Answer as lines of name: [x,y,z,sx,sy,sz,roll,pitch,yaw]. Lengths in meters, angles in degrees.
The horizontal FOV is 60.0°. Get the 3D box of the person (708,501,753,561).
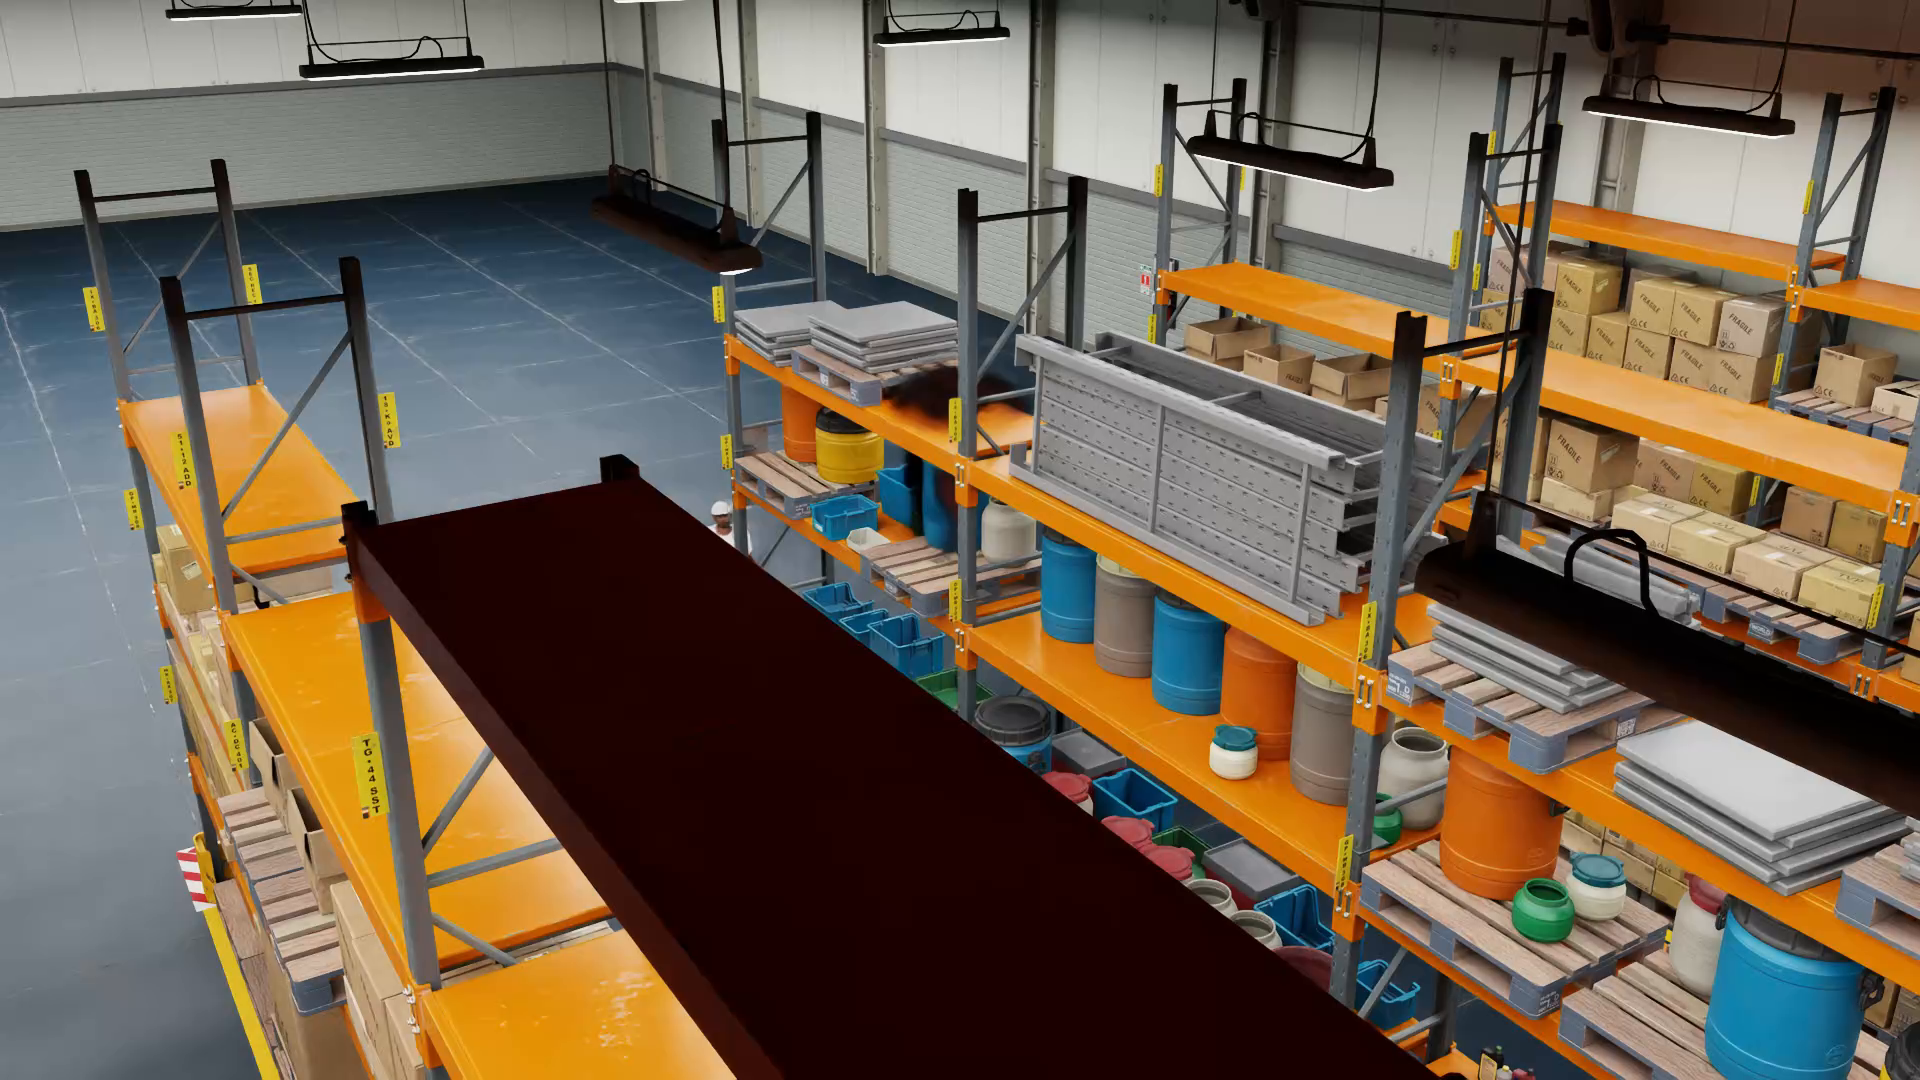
person: [-2.588,0.437,17.915,0.530,1.731,0.876,18,28,38]
